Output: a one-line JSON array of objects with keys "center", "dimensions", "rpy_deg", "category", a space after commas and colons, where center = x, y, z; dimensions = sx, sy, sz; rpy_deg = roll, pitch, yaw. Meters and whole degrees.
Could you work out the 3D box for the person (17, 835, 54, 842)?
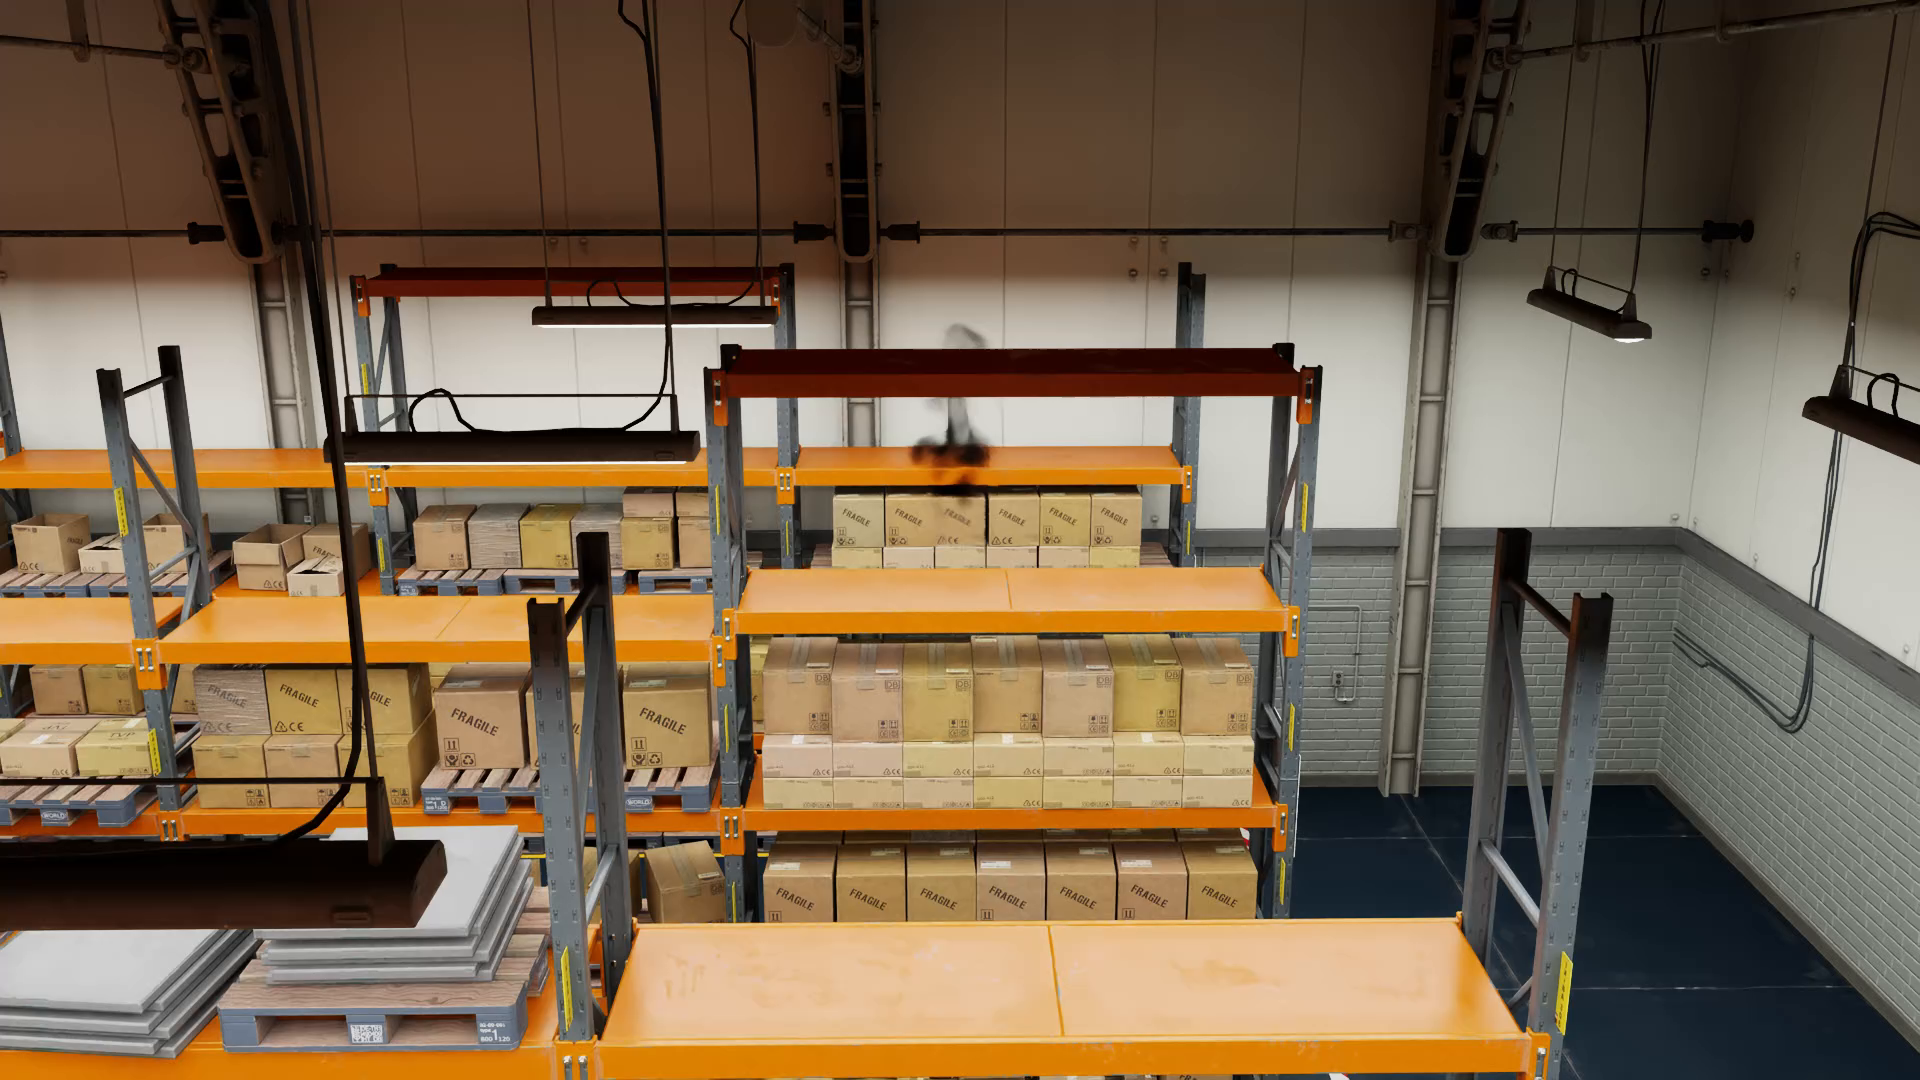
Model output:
[{"center": [-8.098, 3.152, 14.459], "dimensions": [1.179, 1.719, 0.727], "rpy_deg": [0, 16, -1], "category": "person"}]
